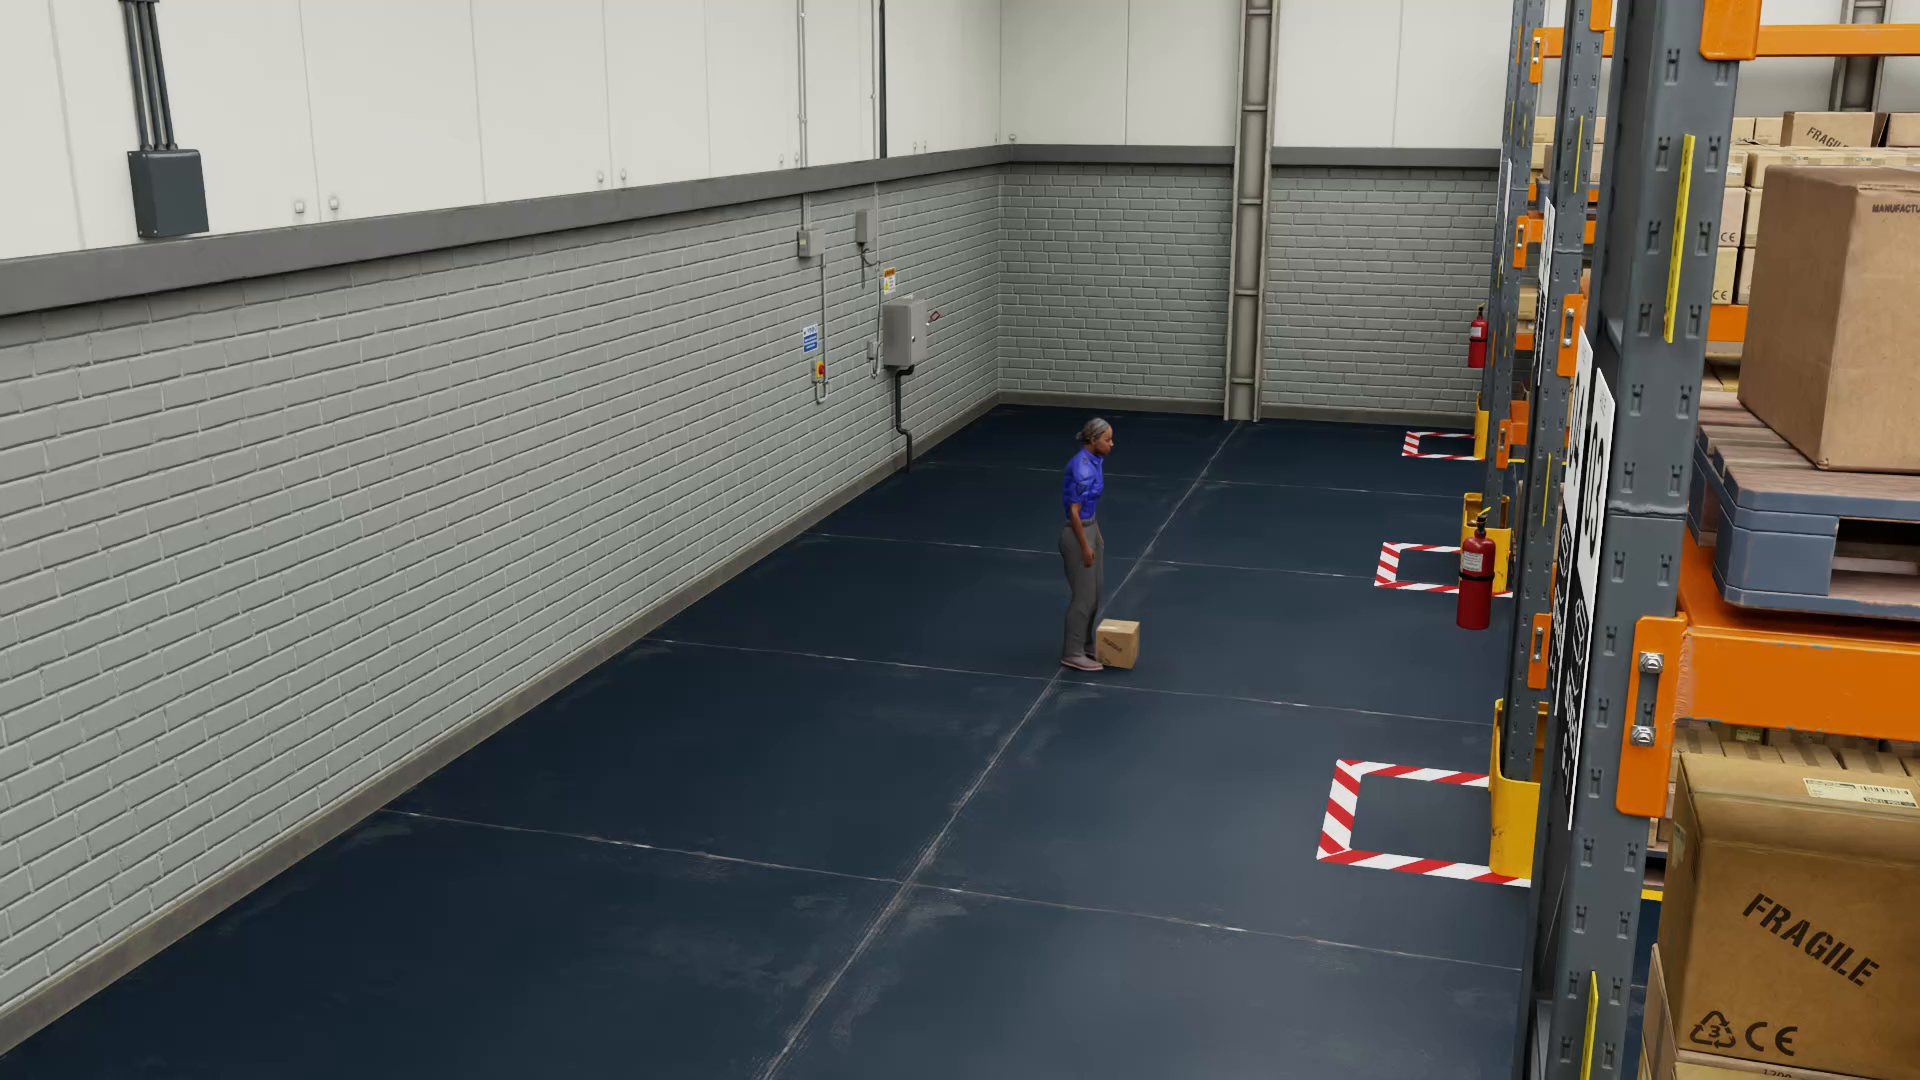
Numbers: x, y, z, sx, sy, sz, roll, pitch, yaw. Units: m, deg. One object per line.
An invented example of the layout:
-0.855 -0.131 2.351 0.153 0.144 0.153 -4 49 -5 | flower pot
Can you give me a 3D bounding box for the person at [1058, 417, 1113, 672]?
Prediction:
0.832 0.007 11.000 0.348 1.655 0.505 4 16 14 | person
